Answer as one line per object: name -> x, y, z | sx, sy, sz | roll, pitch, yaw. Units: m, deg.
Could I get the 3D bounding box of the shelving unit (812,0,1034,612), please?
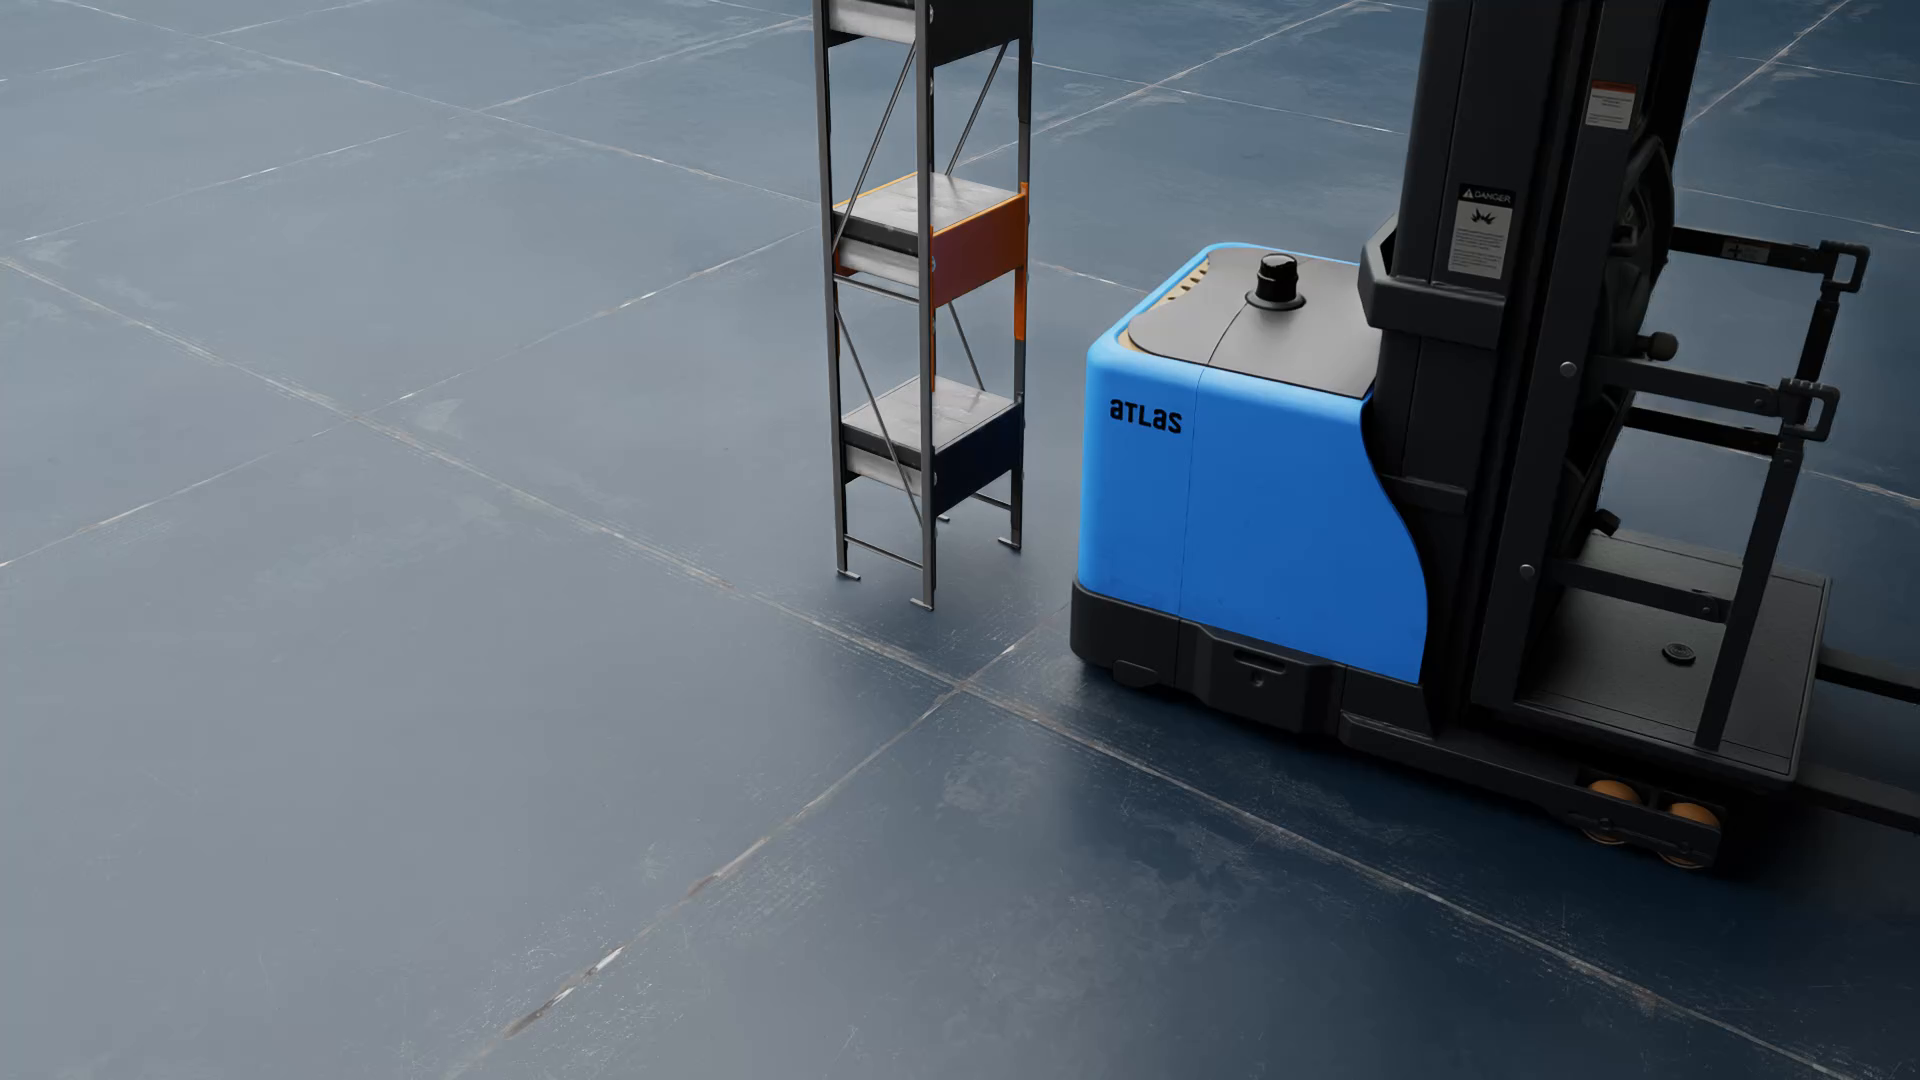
shelving unit -> -0.100, -0.836, 5.101 | 0.431, 2.100, 0.503 | 21, 37, 31

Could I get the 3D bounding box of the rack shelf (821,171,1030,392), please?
rack shelf -> -0.100, -0.824, 5.108 | 0.431, 0.518, 0.480 | 21, 37, 31

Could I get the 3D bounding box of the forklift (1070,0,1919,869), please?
forklift -> 1.877, -0.721, 4.091 | 3.031, 2.935, 1.130 | 16, 34, 24

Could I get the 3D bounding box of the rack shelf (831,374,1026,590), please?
rack shelf -> -0.100, -0.222, 5.465 | 0.431, 0.518, 0.480 | 21, 37, 31

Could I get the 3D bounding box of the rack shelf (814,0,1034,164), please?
rack shelf -> -0.100, -1.426, 4.751 | 0.431, 0.518, 0.480 | 21, 37, 31

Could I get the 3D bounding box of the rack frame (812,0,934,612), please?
rack frame -> -0.247, -0.737, 4.934 | 0.400, 2.100, 0.015 | 21, 37, 31

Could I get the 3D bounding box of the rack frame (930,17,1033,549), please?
rack frame -> 0.047, -0.935, 5.269 | 0.400, 2.100, 0.015 | 21, 37, 31
